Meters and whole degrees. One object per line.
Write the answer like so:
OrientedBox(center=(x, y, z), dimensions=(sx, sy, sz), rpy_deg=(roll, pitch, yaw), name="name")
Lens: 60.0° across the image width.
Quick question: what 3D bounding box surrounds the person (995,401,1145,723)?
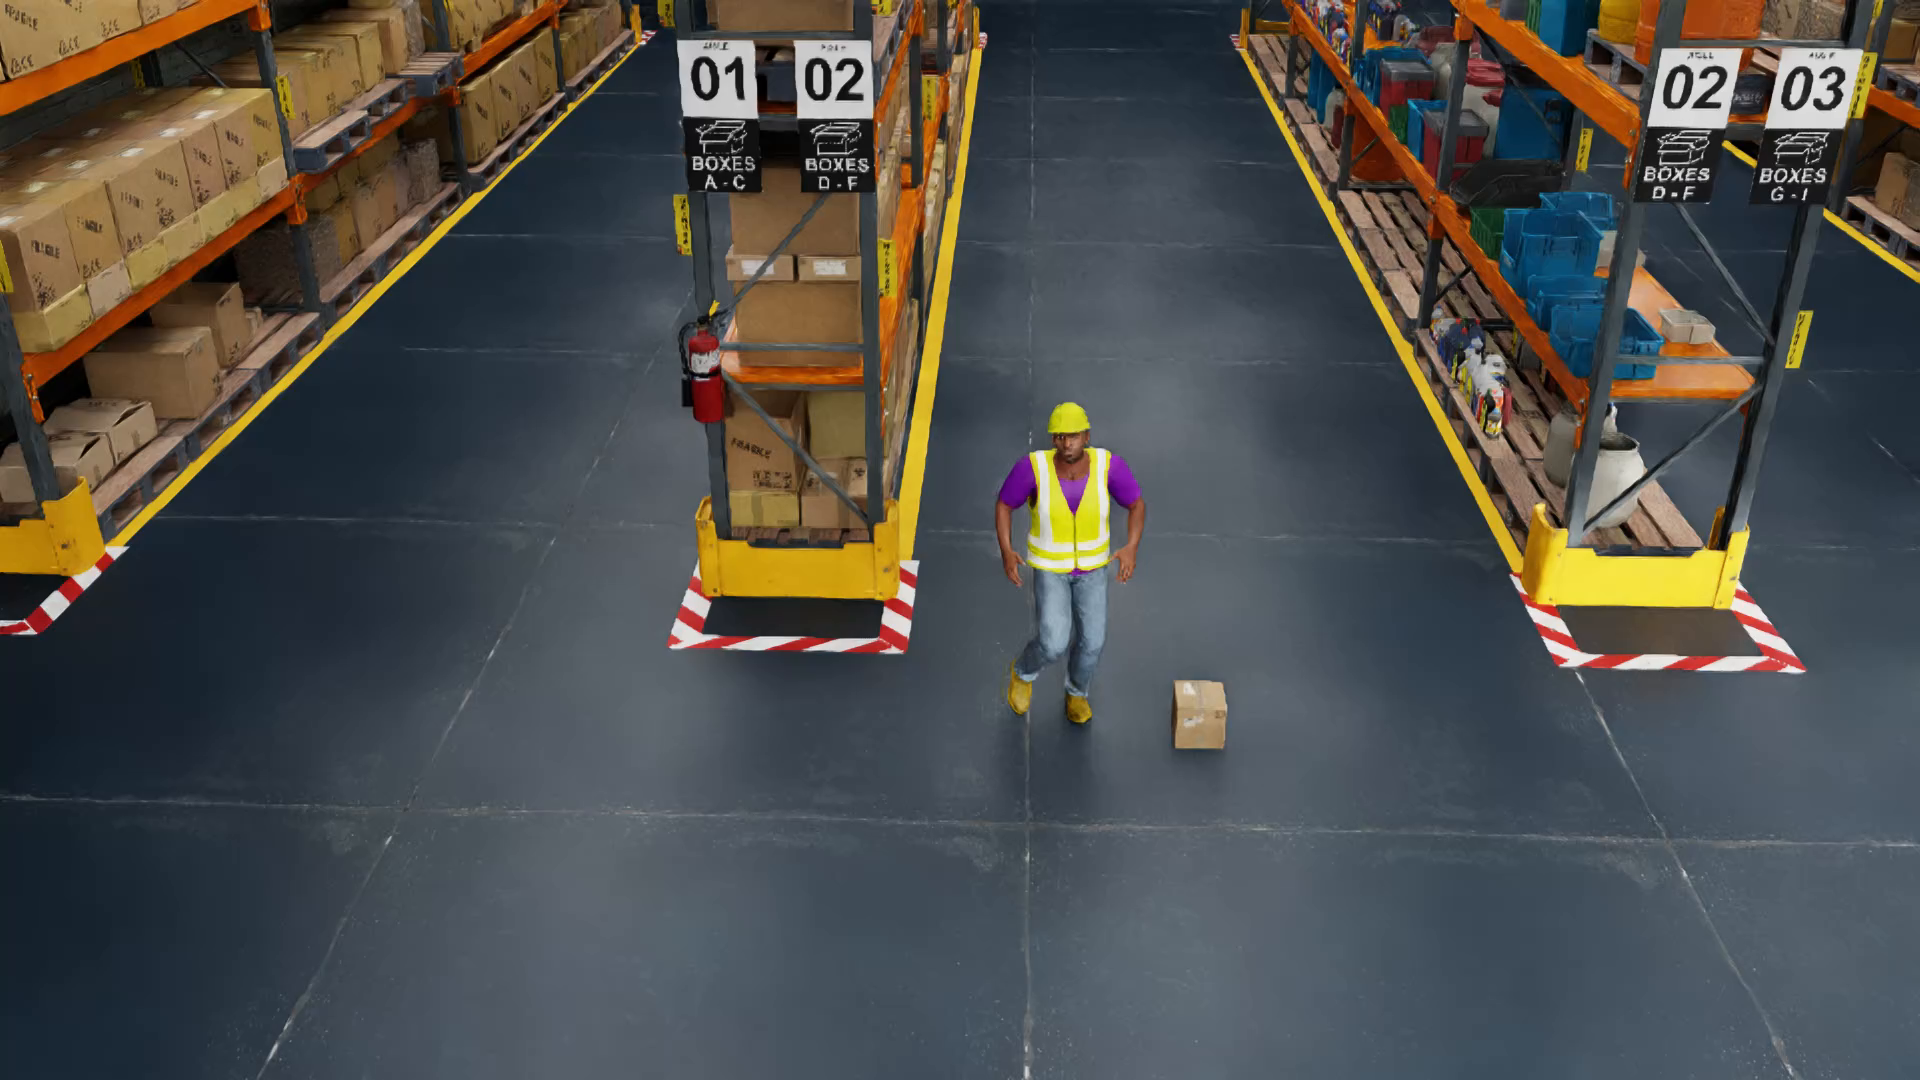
OrientedBox(center=(0.578, 0.131, 8.385), dimensions=(0.750, 1.732, 0.523), rpy_deg=(-6, 28, -11), name="person")
